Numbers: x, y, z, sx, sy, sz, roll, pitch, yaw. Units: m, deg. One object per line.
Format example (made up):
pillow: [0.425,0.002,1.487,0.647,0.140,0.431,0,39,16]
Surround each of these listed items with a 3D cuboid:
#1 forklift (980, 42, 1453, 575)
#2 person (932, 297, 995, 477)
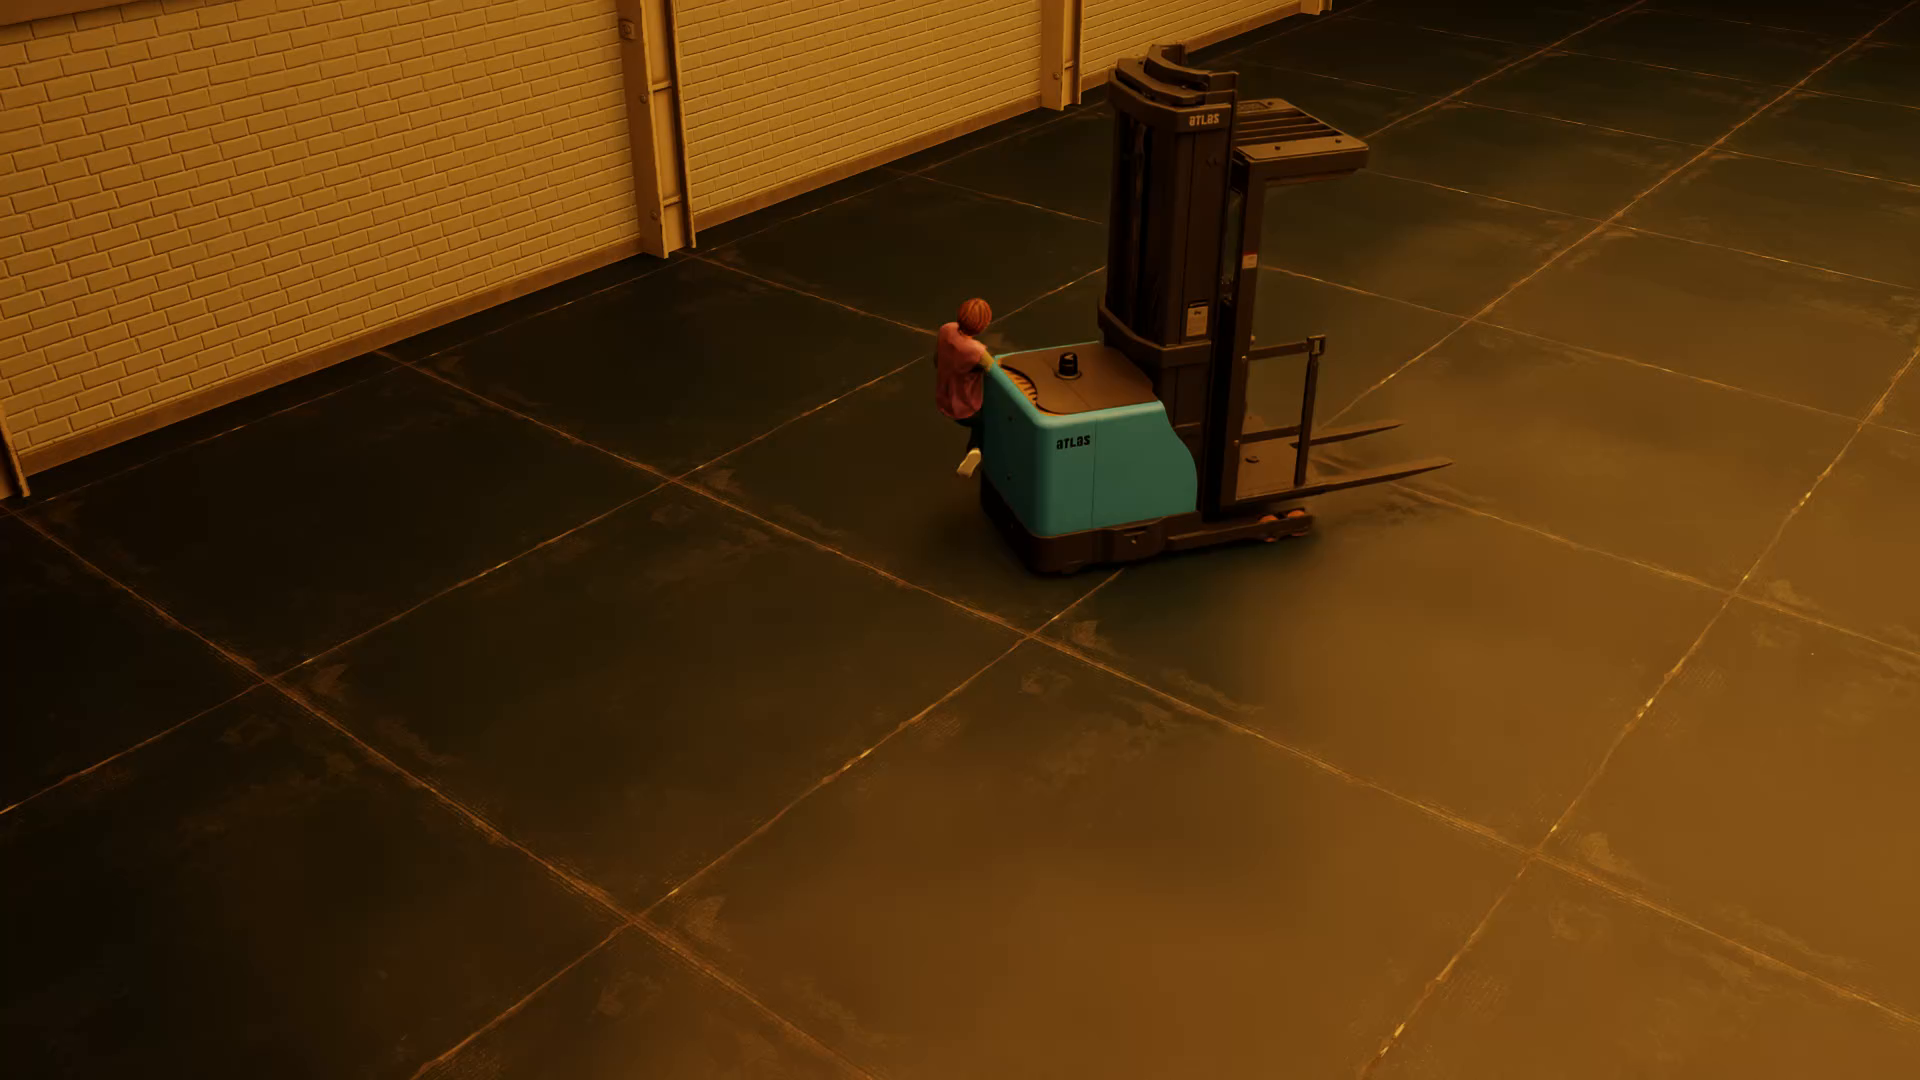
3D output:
forklift: [1.706,-1.494,10.152,3.031,2.935,1.130,-10,32,-16]
person: [0.203,-0.843,10.604,0.597,1.340,0.682,-21,36,-31]
